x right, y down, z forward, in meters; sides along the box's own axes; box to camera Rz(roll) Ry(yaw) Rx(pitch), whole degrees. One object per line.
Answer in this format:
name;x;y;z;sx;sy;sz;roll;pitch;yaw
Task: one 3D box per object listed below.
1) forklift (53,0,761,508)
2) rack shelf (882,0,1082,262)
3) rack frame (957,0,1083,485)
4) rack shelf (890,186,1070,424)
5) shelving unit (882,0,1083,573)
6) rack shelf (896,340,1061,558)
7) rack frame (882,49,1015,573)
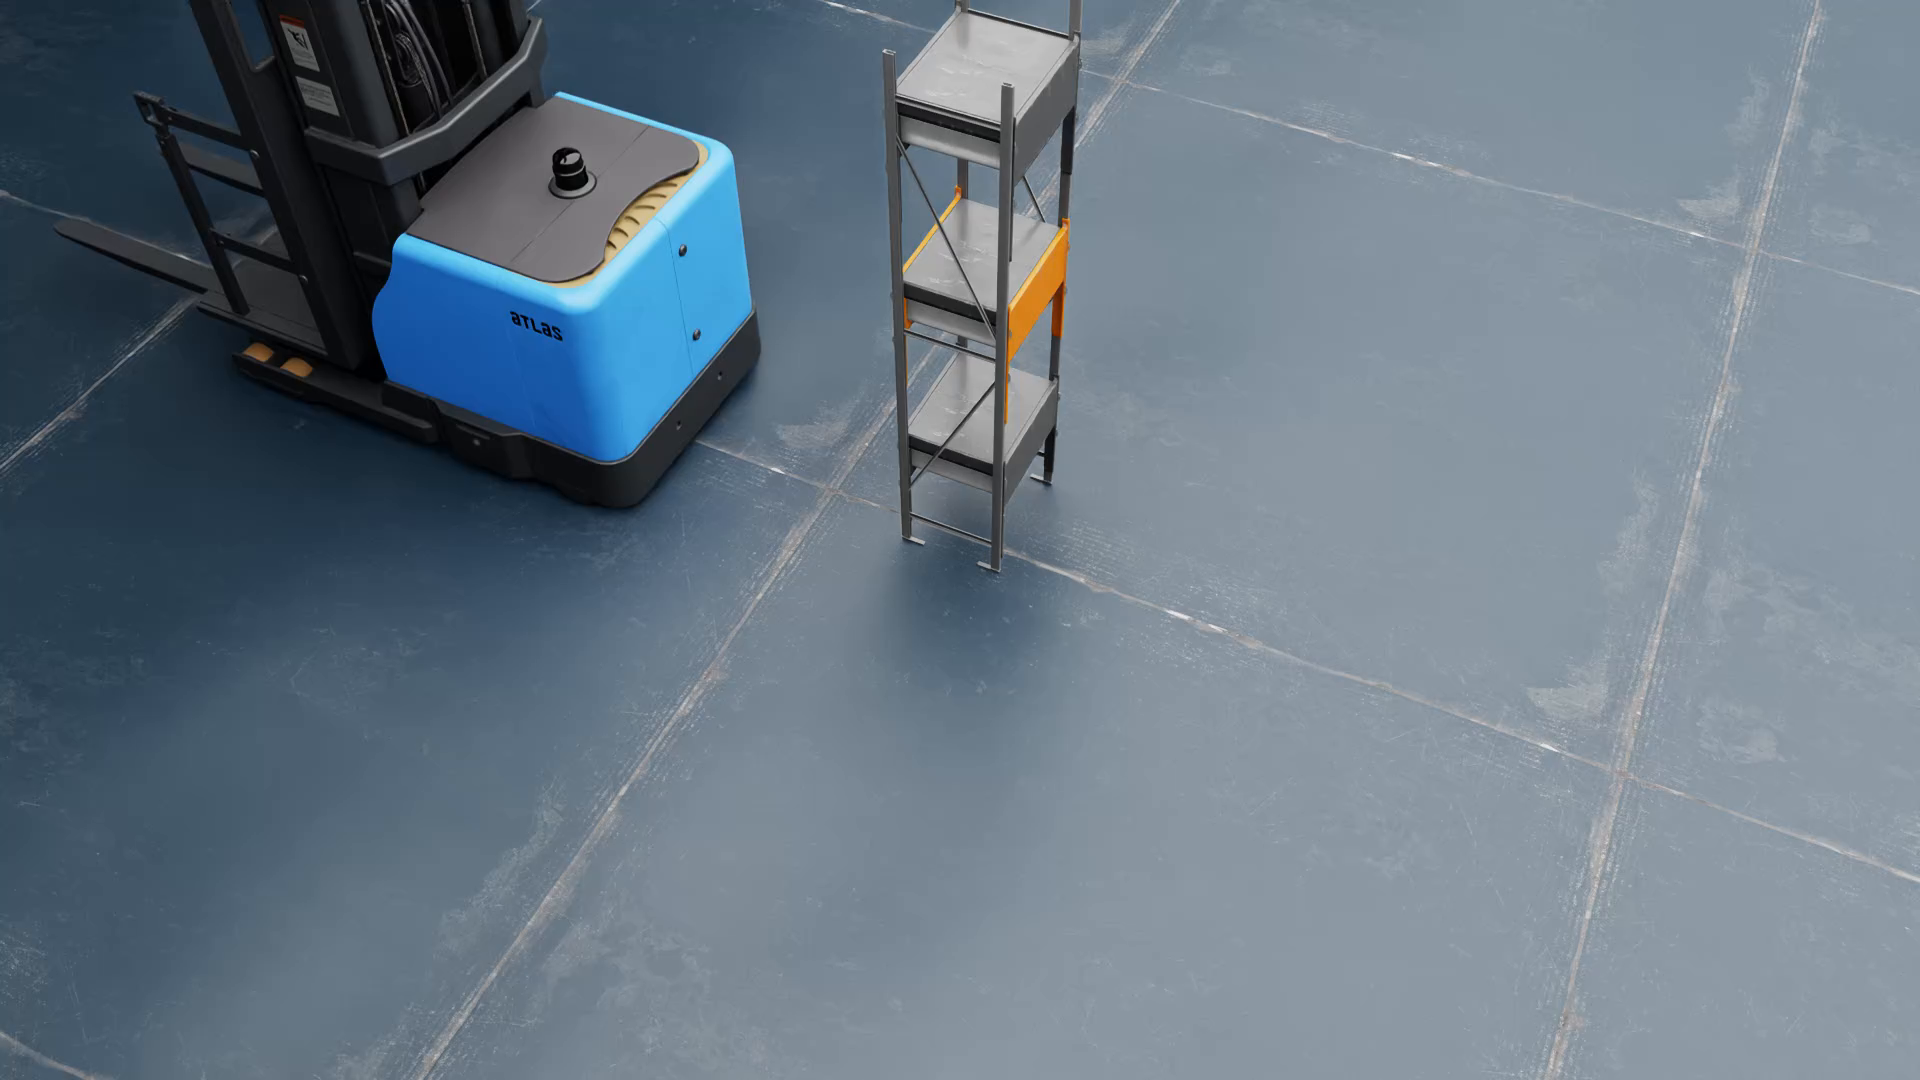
forklift;-2.369;-1.864;5.911;3.031;2.935;1.130;20;53;17
rack shelf;0.071;-1.239;5.025;0.431;0.518;0.480;20;52;16
rack frame;0.175;-0.962;5.690;0.400;2.100;0.015;20;52;16
rack shelf;0.071;-0.786;5.558;0.431;0.518;0.480;20;52;16
shelving unit;0.071;-0.794;5.547;0.431;2.100;0.503;20;52;16
rack shelf;0.071;-0.332;6.091;0.431;0.518;0.480;20;52;16
rack frame;-0.034;-0.626;5.404;0.400;2.100;0.015;20;52;16
